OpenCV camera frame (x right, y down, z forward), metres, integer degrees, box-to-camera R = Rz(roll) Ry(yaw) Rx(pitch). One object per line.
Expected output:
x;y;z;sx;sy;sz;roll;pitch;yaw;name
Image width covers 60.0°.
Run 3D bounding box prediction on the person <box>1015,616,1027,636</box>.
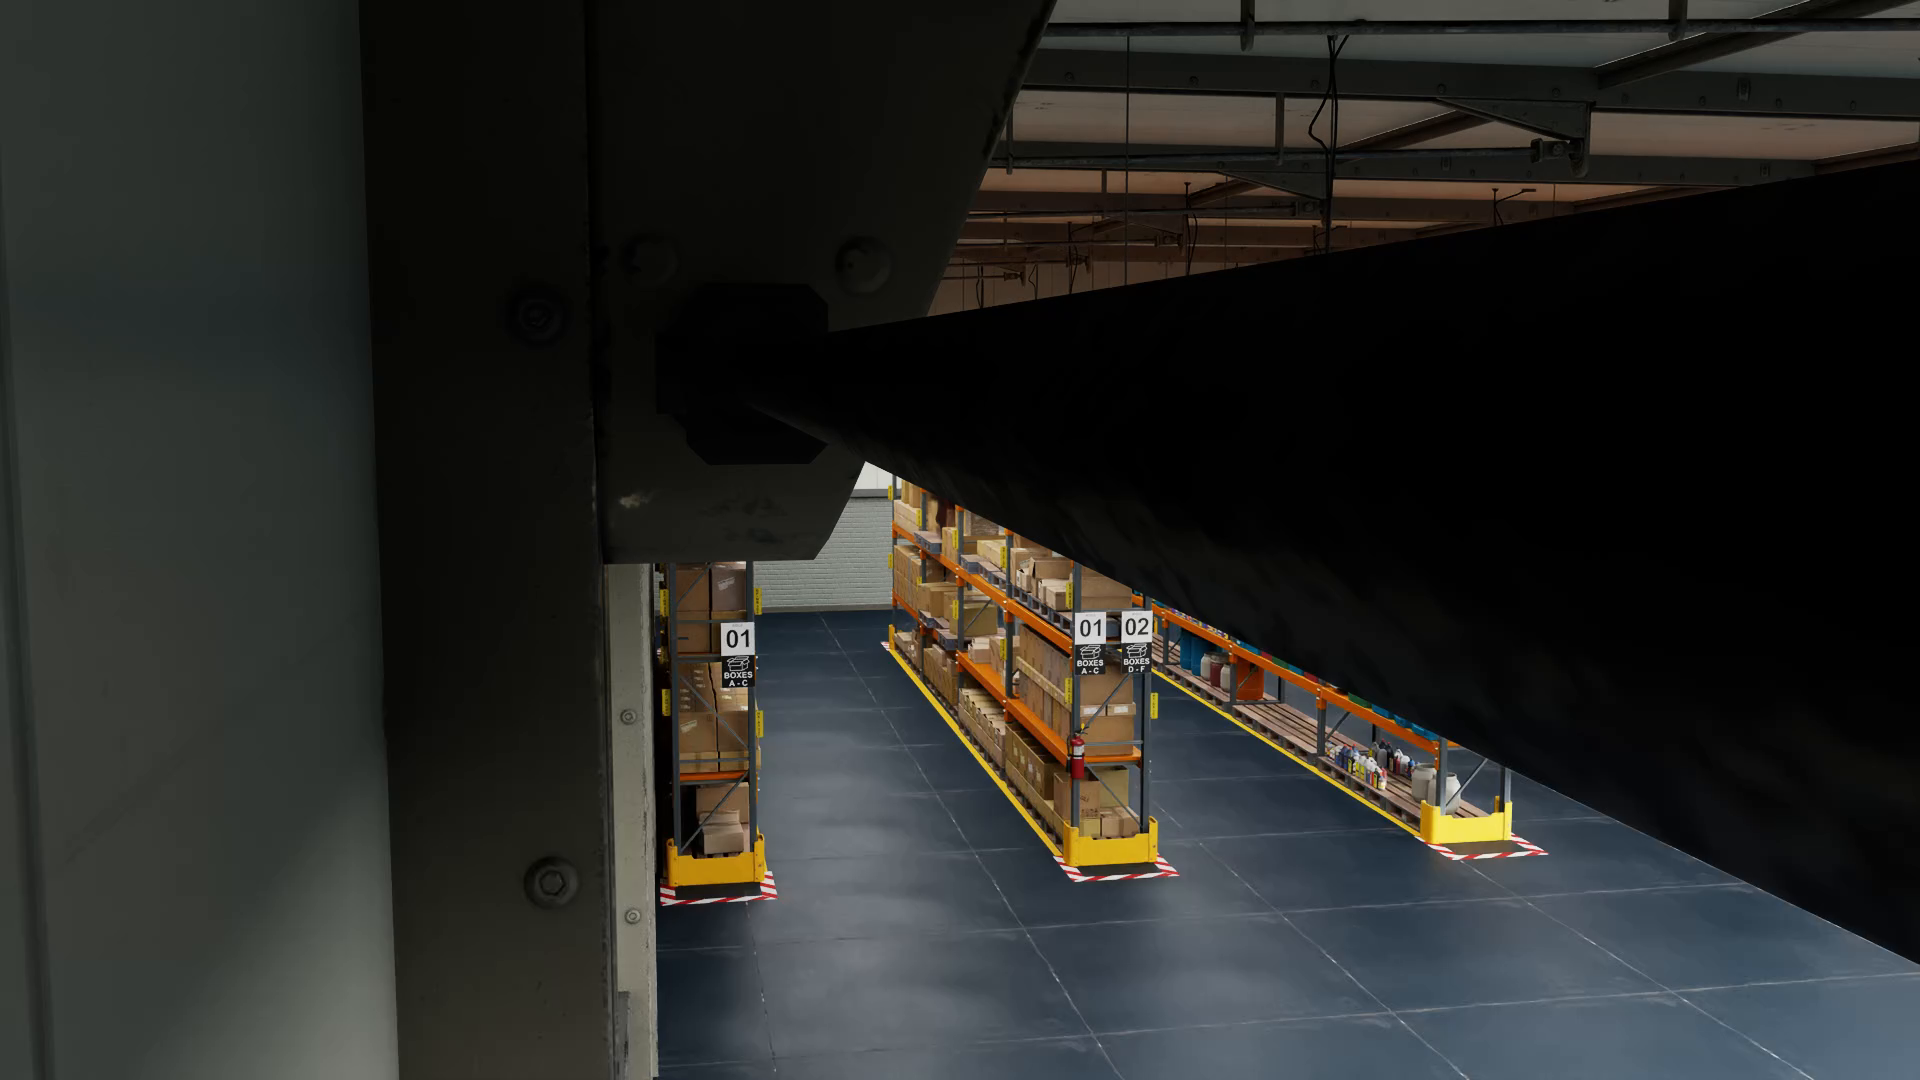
1.299;1.741;35.057;0.597;1.663;0.909;-1;6;-12;person
